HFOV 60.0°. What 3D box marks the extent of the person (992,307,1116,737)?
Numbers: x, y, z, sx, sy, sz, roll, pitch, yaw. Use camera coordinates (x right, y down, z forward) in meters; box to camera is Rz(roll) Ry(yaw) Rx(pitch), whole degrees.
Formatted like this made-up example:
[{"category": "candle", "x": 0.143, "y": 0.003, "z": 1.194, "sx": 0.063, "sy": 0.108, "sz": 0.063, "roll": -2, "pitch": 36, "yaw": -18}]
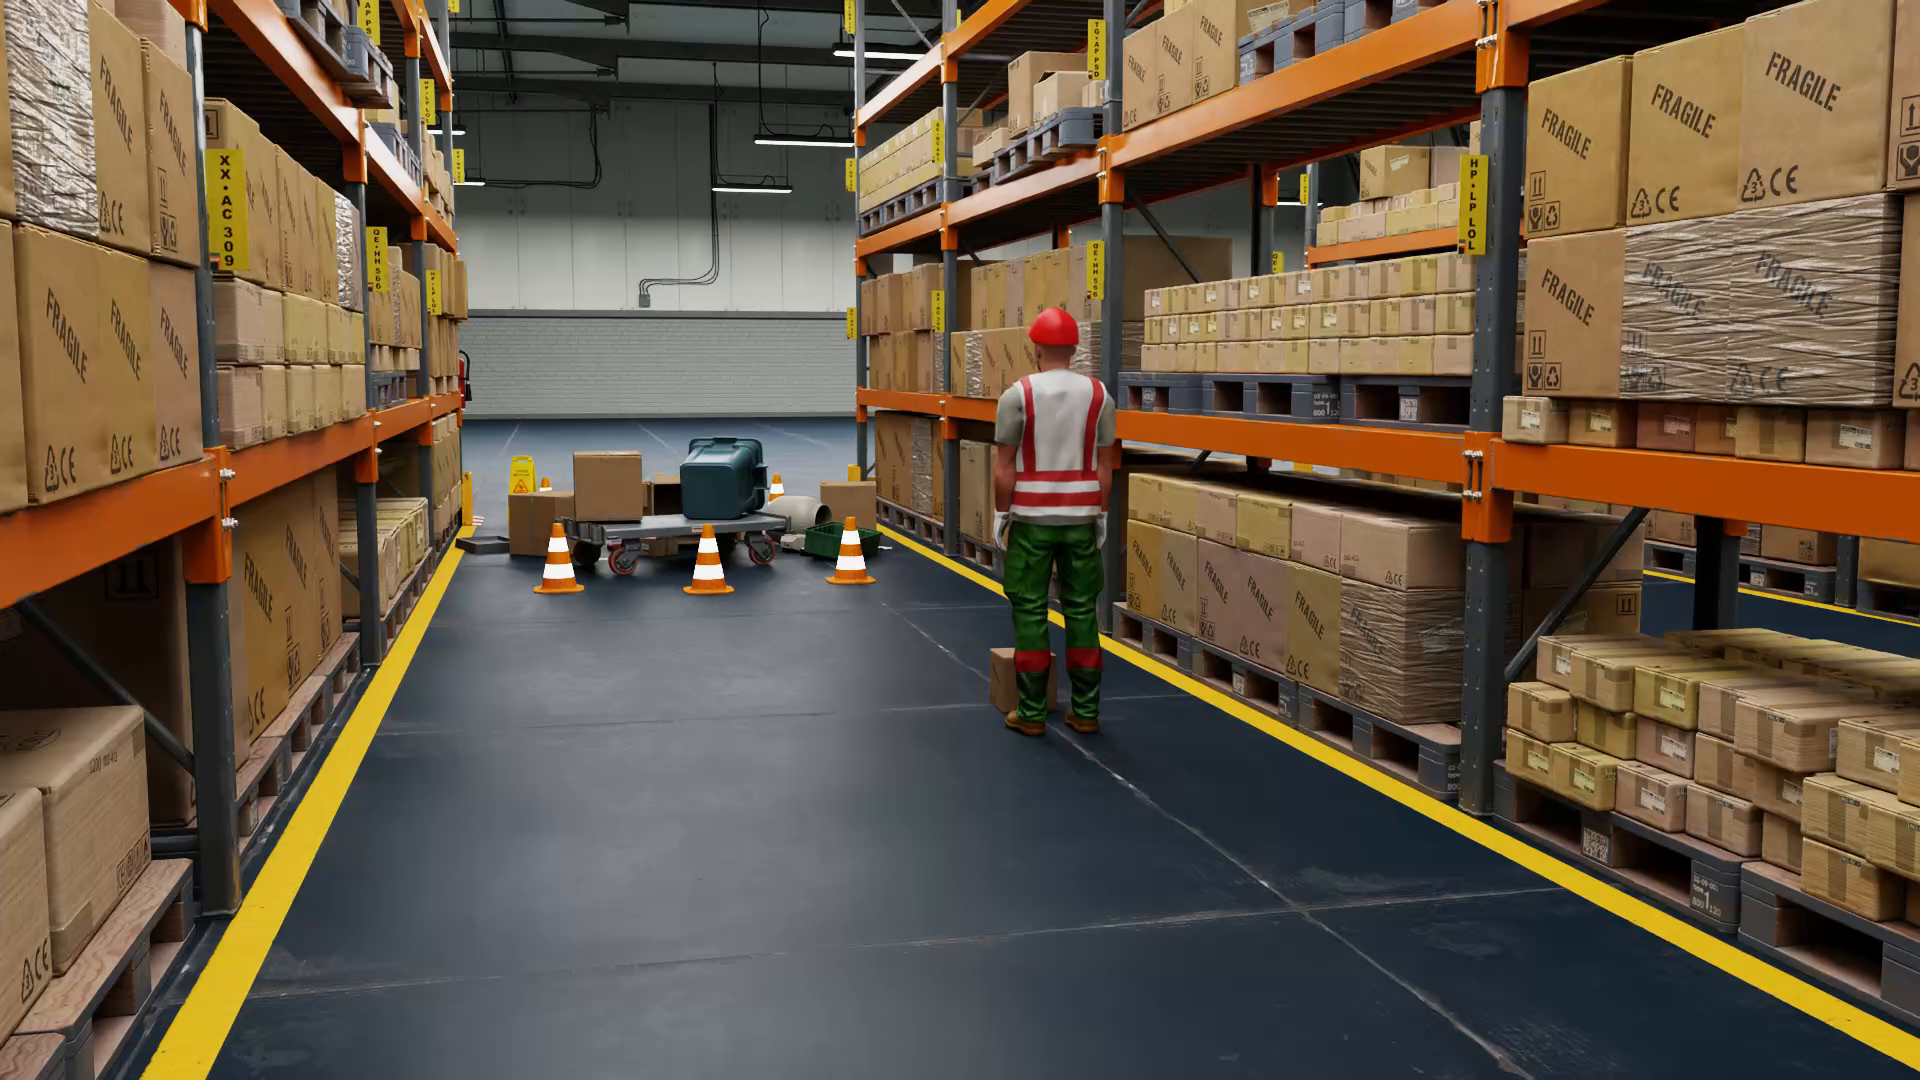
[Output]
[{"category": "person", "x": 0.390, "y": -0.080, "z": 7.024, "sx": 0.522, "sy": 1.789, "sz": 0.339, "roll": -1, "pitch": 6, "yaw": -12}]
